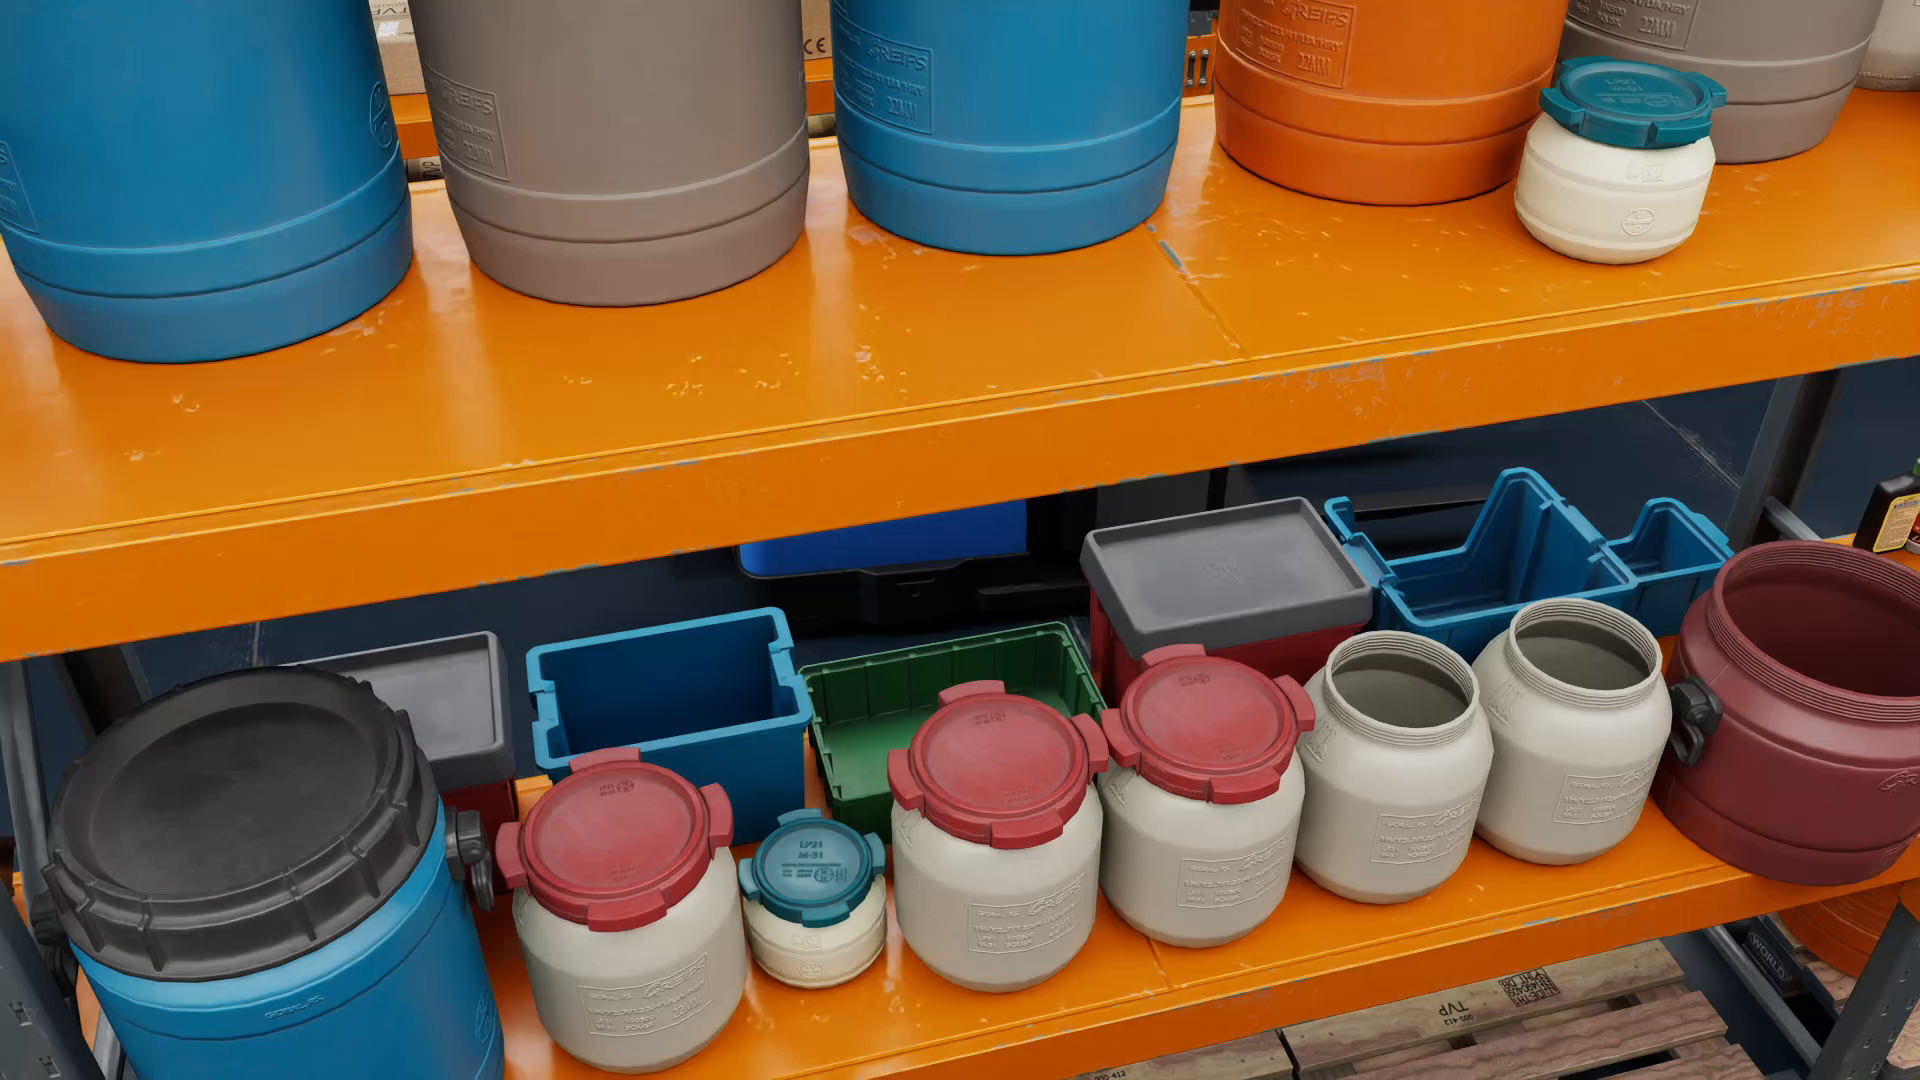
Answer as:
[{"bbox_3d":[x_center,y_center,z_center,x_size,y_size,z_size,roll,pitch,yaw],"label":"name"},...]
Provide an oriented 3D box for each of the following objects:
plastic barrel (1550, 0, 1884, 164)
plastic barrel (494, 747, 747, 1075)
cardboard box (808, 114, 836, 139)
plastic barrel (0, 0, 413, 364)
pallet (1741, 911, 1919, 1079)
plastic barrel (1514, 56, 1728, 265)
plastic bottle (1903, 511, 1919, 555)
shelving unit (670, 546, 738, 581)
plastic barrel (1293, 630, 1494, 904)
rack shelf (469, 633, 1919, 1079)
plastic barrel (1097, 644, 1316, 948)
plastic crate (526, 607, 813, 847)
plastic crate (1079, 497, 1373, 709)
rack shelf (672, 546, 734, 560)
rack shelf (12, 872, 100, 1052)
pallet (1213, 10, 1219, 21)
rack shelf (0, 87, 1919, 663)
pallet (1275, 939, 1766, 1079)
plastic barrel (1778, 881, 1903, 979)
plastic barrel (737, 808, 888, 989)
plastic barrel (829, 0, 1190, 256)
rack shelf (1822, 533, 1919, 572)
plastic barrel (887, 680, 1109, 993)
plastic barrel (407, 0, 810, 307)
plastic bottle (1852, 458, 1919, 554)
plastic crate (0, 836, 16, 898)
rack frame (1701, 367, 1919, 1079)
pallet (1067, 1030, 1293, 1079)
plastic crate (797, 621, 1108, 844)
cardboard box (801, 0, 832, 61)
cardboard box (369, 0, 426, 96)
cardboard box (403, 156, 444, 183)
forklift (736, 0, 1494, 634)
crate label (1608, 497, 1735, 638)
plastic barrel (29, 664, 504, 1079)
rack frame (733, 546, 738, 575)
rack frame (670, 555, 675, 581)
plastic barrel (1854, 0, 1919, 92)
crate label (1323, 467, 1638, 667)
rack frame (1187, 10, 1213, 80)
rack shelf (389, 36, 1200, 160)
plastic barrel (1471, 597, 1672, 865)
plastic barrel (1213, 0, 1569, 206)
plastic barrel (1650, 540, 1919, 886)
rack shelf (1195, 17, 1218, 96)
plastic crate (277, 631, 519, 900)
[{"bbox_3d":[1.397,-1.210,2.982,0.600,0.901,0.600,0,37,0],"label":"plastic barrel"},{"bbox_3d":[-0.634,0.734,3.210,0.433,0.535,0.433,0,37,0],"label":"plastic barrel"},{"bbox_3d":[-0.621,-1.948,8.283,0.500,0.311,0.500,-10,39,-13],"label":"cardboard box"},{"bbox_3d":[-1.181,-0.787,2.429,0.708,0.901,0.600,-9,38,-12],"label":"plastic barrel"},{"bbox_3d":[2.997,1.136,5.092,1.213,0.211,1.003,-9,38,-12],"label":"pallet"},{"bbox_3d":[1.080,-0.621,2.738,0.301,0.262,0.301,0,37,0],"label":"plastic barrel"},{"bbox_3d":[2.642,-0.066,4.531,0.097,0.201,0.097,0,37,0],"label":"plastic bottle"},{"bbox_3d":[-1.018,-0.328,6.315,0.252,1.050,0.215,-5,38,-7],"label":"shelving unit"},{"bbox_3d":[0.902,0.488,3.551,0.421,0.512,0.421,0,37,0],"label":"plastic barrel"},{"bbox_3d":[0.316,0.780,3.854,4.000,0.370,1.077,-9,38,-12],"label":"rack shelf"},{"bbox_3d":[0.492,0.549,3.451,0.433,0.535,0.433,0,37,0],"label":"plastic barrel"},{"bbox_3d":[-0.631,0.460,3.693,0.575,0.384,0.392,-9,38,-12],"label":"plastic crate"},{"bbox_3d":[0.607,0.228,3.930,0.583,0.464,0.402,-9,38,-12],"label":"plastic crate"},{"bbox_3d":[-1.018,-0.099,6.490,0.240,0.259,0.215,-5,38,-7],"label":"rack shelf"},{"bbox_3d":[-3.546,1.413,3.026,4.000,0.370,1.077,-9,38,-12],"label":"rack shelf"},{"bbox_3d":[1.595,-2.801,8.101,1.003,0.211,1.213,-9,38,-12],"label":"pallet"},{"bbox_3d":[0.316,-0.412,2.942,4.000,0.370,1.077,-9,38,-12],"label":"rack shelf"},{"bbox_3d":[1.489,1.385,4.766,1.213,0.211,1.003,-9,38,-12],"label":"pallet"},{"bbox_3d":[2.714,0.785,4.696,0.708,0.830,0.600,-9,38,-12],"label":"plastic barrel"},{"bbox_3d":[-0.297,0.746,3.420,0.301,0.262,0.301,0,37,0],"label":"plastic barrel"},{"bbox_3d":[0.082,-0.995,2.700,0.708,0.901,0.600,-9,38,-12],"label":"plastic barrel"},{"bbox_3d":[4.177,0.146,4.682,4.000,0.370,1.077,-9,38,-12],"label":"rack shelf"},{"bbox_3d":[0.074,0.618,3.362,0.433,0.535,0.433,0,37,0],"label":"plastic barrel"},{"bbox_3d":[-0.549,-0.891,2.565,0.600,0.901,0.600,0,37,0],"label":"plastic barrel"},{"bbox_3d":[2.526,-0.091,4.496,0.133,0.283,0.061,-9,38,-12],"label":"plastic bottle"},{"bbox_3d":[-2.154,0.844,3.229,0.504,0.338,0.767,-9,38,-12],"label":"plastic crate"},{"bbox_3d":[2.247,0.177,4.049,0.127,3.000,1.000,-9,38,-12],"label":"rack frame"},{"bbox_3d":[0.313,1.576,4.516,1.213,0.211,1.003,-9,38,-12],"label":"pallet"},{"bbox_3d":[-0.007,0.454,3.863,0.662,0.188,0.450,-9,38,-12],"label":"plastic crate"},{"bbox_3d":[-0.657,-2.493,7.458,0.500,0.500,0.500,-11,39,-14],"label":"cardboard box"},{"bbox_3d":[-2.439,-2.139,7.201,0.500,0.250,0.500,-7,38,-9],"label":"cardboard box"},{"bbox_3d":[-2.587,-1.625,7.861,0.500,0.311,0.500,-9,38,-12],"label":"cardboard box"},{"bbox_3d":[0.615,-1.222,5.935,3.031,2.935,1.130,-5,38,-7],"label":"forklift"},{"bbox_3d":[1.742,0.091,4.300,0.416,0.233,0.303,-9,38,-12],"label":"crate label"},{"bbox_3d":[-1.163,0.728,2.916,0.708,0.901,0.600,-9,38,-12],"label":"plastic barrel"},{"bbox_3d":[-0.897,-0.340,6.330,0.008,1.050,0.200,-5,38,-7],"label":"rack frame"},{"bbox_3d":[-1.138,-0.317,6.300,0.008,1.050,0.200,-5,38,-7],"label":"rack frame"},{"bbox_3d":[1.867,-1.189,3.275,0.421,0.512,0.421,0,37,0],"label":"plastic barrel"},{"bbox_3d":[1.217,0.162,4.040,0.616,0.435,0.502,-9,38,-12],"label":"crate label"},{"bbox_3d":[0.959,-2.729,7.848,0.127,3.000,1.000,-9,38,-12],"label":"rack frame"},{"bbox_3d":[-0.972,-2.126,7.653,4.000,0.370,1.077,-9,38,-12],"label":"rack shelf"},{"bbox_3d":[1.309,0.421,3.639,0.421,0.512,0.421,0,37,0],"label":"plastic barrel"},{"bbox_3d":[0.766,-1.078,2.868,0.708,0.830,0.600,-9,38,-12],"label":"plastic barrel"},{"bbox_3d":[1.878,0.374,3.680,0.708,0.536,0.600,-9,38,-12],"label":"plastic barrel"},{"bbox_3d":[2.890,-2.760,8.481,4.000,0.370,1.077,-9,38,-12],"label":"rack shelf"},{"bbox_3d":[-1.227,0.529,3.537,0.583,0.464,0.402,-9,38,-12],"label":"plastic crate"}]
